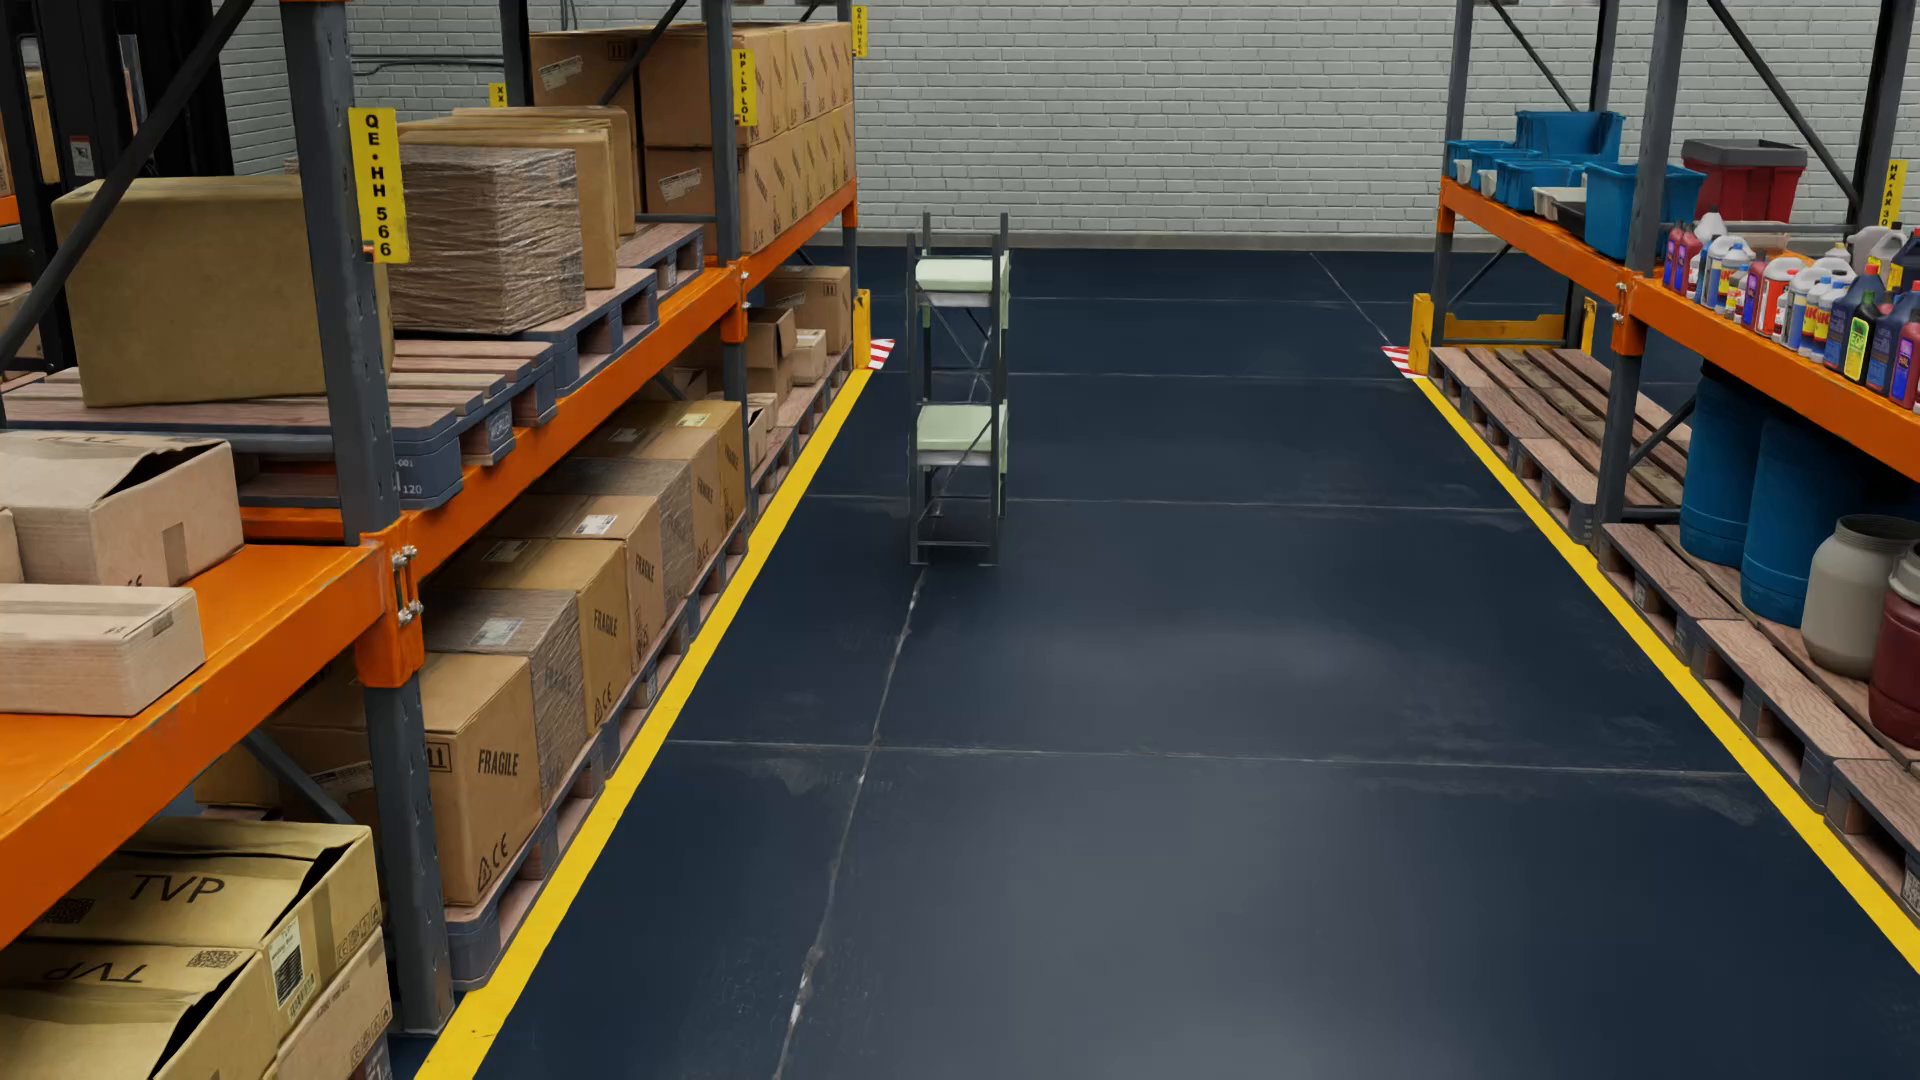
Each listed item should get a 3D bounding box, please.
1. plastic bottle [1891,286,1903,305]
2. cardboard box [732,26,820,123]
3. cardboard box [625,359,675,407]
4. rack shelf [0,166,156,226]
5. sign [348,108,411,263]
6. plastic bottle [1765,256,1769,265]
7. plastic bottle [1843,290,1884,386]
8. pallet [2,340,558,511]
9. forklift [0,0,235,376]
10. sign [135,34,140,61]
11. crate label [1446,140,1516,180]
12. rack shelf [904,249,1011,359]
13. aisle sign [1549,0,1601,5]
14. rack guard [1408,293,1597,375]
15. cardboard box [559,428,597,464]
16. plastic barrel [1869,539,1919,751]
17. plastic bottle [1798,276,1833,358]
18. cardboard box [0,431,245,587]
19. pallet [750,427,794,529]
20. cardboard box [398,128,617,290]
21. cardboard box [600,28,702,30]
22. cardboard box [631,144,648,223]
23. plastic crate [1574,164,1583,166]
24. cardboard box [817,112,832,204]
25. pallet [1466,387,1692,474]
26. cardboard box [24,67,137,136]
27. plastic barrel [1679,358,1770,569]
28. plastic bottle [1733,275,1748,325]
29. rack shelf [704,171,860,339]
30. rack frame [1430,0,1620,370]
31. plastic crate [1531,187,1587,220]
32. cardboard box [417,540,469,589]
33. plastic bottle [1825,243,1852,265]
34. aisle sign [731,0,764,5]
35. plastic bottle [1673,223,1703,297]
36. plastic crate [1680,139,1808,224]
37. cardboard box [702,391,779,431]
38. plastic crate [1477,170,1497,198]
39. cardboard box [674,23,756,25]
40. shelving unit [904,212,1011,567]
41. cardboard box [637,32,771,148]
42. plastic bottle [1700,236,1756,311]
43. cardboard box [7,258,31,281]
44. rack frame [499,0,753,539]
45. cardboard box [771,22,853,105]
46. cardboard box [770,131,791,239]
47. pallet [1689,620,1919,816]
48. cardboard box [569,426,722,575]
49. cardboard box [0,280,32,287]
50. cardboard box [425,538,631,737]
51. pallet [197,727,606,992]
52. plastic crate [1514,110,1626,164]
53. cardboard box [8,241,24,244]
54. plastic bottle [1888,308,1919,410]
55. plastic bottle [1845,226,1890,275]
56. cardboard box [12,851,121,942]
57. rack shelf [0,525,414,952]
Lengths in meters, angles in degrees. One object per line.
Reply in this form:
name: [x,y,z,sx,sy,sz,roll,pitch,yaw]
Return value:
plastic bottle: [3.033,-0.691,5.420,0.097,0.271,0.097,0,18,0]
cardboard box: [-1.081,-2.600,9.276,0.500,0.500,0.500,2,18,6]
cardboard box: [-1.747,-0.662,8.434,0.500,0.500,0.500,1,18,4]
rack shelf: [-6.303,-1.846,9.895,1.077,0.370,4.000,1,18,4]
sign: [-1.238,-0.754,3.547,0.100,0.325,0.005,1,18,4]
plastic bottle: [3.121,-1.005,6.493,0.097,0.201,0.097,0,18,0]
plastic bottle: [2.856,-0.637,5.237,0.061,0.283,0.133,1,18,4]
pallet: [-1.814,-0.336,4.439,1.213,0.211,1.003,1,18,4]
forklift: [-4.518,-1.693,8.383,3.031,2.935,1.130,4,19,11]
sign: [-5.620,-3.455,11.411,0.100,0.325,0.005,1,18,4]
crate label: [3.376,-2.468,10.809,0.416,0.233,0.303,1,18,4]
rack shelf: [0.000,-1.081,7.562,0.431,0.370,0.720,1,18,4]
aisle sign: [4.019,-3.839,10.647,0.394,0.787,0.004,1,18,4]
rack guard: [3.711,-1.408,11.417,1.175,0.500,0.348,1,18,4]
cardboard box: [-1.810,-0.168,6.926,0.500,0.500,0.500,2,18,5]
plastic barrel: [3.247,0.340,5.267,0.600,0.588,0.708,1,18,4]
plastic bottle: [2.903,-0.754,5.614,0.097,0.271,0.097,0,18,0]
cardboard box: [-1.862,-0.061,3.434,0.500,0.311,0.500,2,18,7]
pallet: [-1.455,-0.345,8.639,1.003,0.211,1.213,1,18,4]
cardboard box: [-1.570,-1.154,5.794,0.700,0.500,0.500,-3,18,-10]
cardboard box: [-1.657,-2.459,8.843,0.500,0.500,0.500,1,18,4]
cardboard box: [-1.725,-1.666,8.029,0.500,0.500,0.500,2,18,5]
plastic crate: [3.844,-2.234,10.250,0.396,0.136,0.243,1,18,4]
cardboard box: [-1.054,-2.286,9.922,0.500,0.500,0.500,1,18,4]
pallet: [3.534,-0.630,9.506,1.003,0.211,1.213,1,18,4]
cardboard box: [-6.186,-2.793,11.148,0.980,0.700,0.700,2,18,6]
plastic barrel: [3.379,-0.379,6.959,0.600,0.901,0.708,1,18,4]
plastic bottle: [2.946,-0.906,6.191,0.097,0.201,0.097,0,18,0]
rack shelf: [-1.362,-1.737,9.561,1.077,0.370,4.000,1,18,4]
rack frame: [3.722,-2.588,11.004,1.000,3.000,0.127,1,18,4]
plastic crate: [3.260,-1.796,8.915,0.293,0.136,0.466,1,18,4]
cardboard box: [-1.922,0.307,5.476,0.500,0.500,0.500,1,18,2]
plastic bottle: [3.603,-1.119,6.839,0.097,0.201,0.097,0,18,0]
aisle sign: [-1.507,-3.963,11.025,0.394,0.787,0.004,1,18,4]
plastic bottle: [2.974,-1.144,6.786,0.061,0.283,0.133,1,18,4]
plastic crate: [3.749,-1.676,8.022,0.402,0.464,0.583,1,18,4]
cardboard box: [-1.207,-0.714,9.130,0.380,0.166,0.250,1,18,4]
plastic crate: [3.222,-2.113,9.883,0.250,0.136,0.298,1,18,4]
cardboard box: [-1.543,-2.928,10.275,0.500,0.500,0.500,1,18,4]
shelving unit: [0.000,-0.711,7.683,0.431,1.500,0.755,1,18,4]
cardboard box: [-1.191,-2.120,7.810,0.500,0.500,0.500,2,18,5]
plastic bottle: [2.996,-1.038,6.472,0.152,0.276,0.135,1,18,4]
cardboard box: [-5.955,-1.786,10.855,0.380,0.149,0.250,2,18,5]
rack frame: [-1.505,-1.457,7.553,1.000,3.000,0.127,1,18,4]
cardboard box: [-0.976,-3.078,10.733,0.500,0.500,0.500,1,18,3]
cardboard box: [-1.163,-1.816,8.488,0.500,0.500,0.500,2,18,5]
pallet: [3.253,0.598,5.759,1.003,0.211,1.213,1,18,4]
cardboard box: [-1.299,-0.166,6.919,0.500,0.500,0.500,1,18,4]
cardboard box: [-6.146,-1.446,10.858,0.700,0.500,0.500,1,18,4]
cardboard box: [-1.402,0.310,5.466,0.500,0.500,0.500,1,18,3]
pallet: [-1.701,0.879,4.901,1.003,0.211,1.213,1,18,4]
plastic crate: [3.884,-2.525,10.659,0.616,0.435,0.499,1,18,4]
cardboard box: [-6.301,-1.953,11.363,0.380,0.149,0.250,1,18,4]
plastic bottle: [2.834,-0.538,4.935,0.061,0.283,0.133,1,18,4]
plastic bottle: [3.729,-1.157,6.836,0.152,0.276,0.135,1,18,4]
cardboard box: [-2.123,0.782,3.561,0.500,0.311,0.500,2,18,6]
rack shelf: [-1.935,0.748,1.978,1.077,0.370,4.000,1,18,4]
